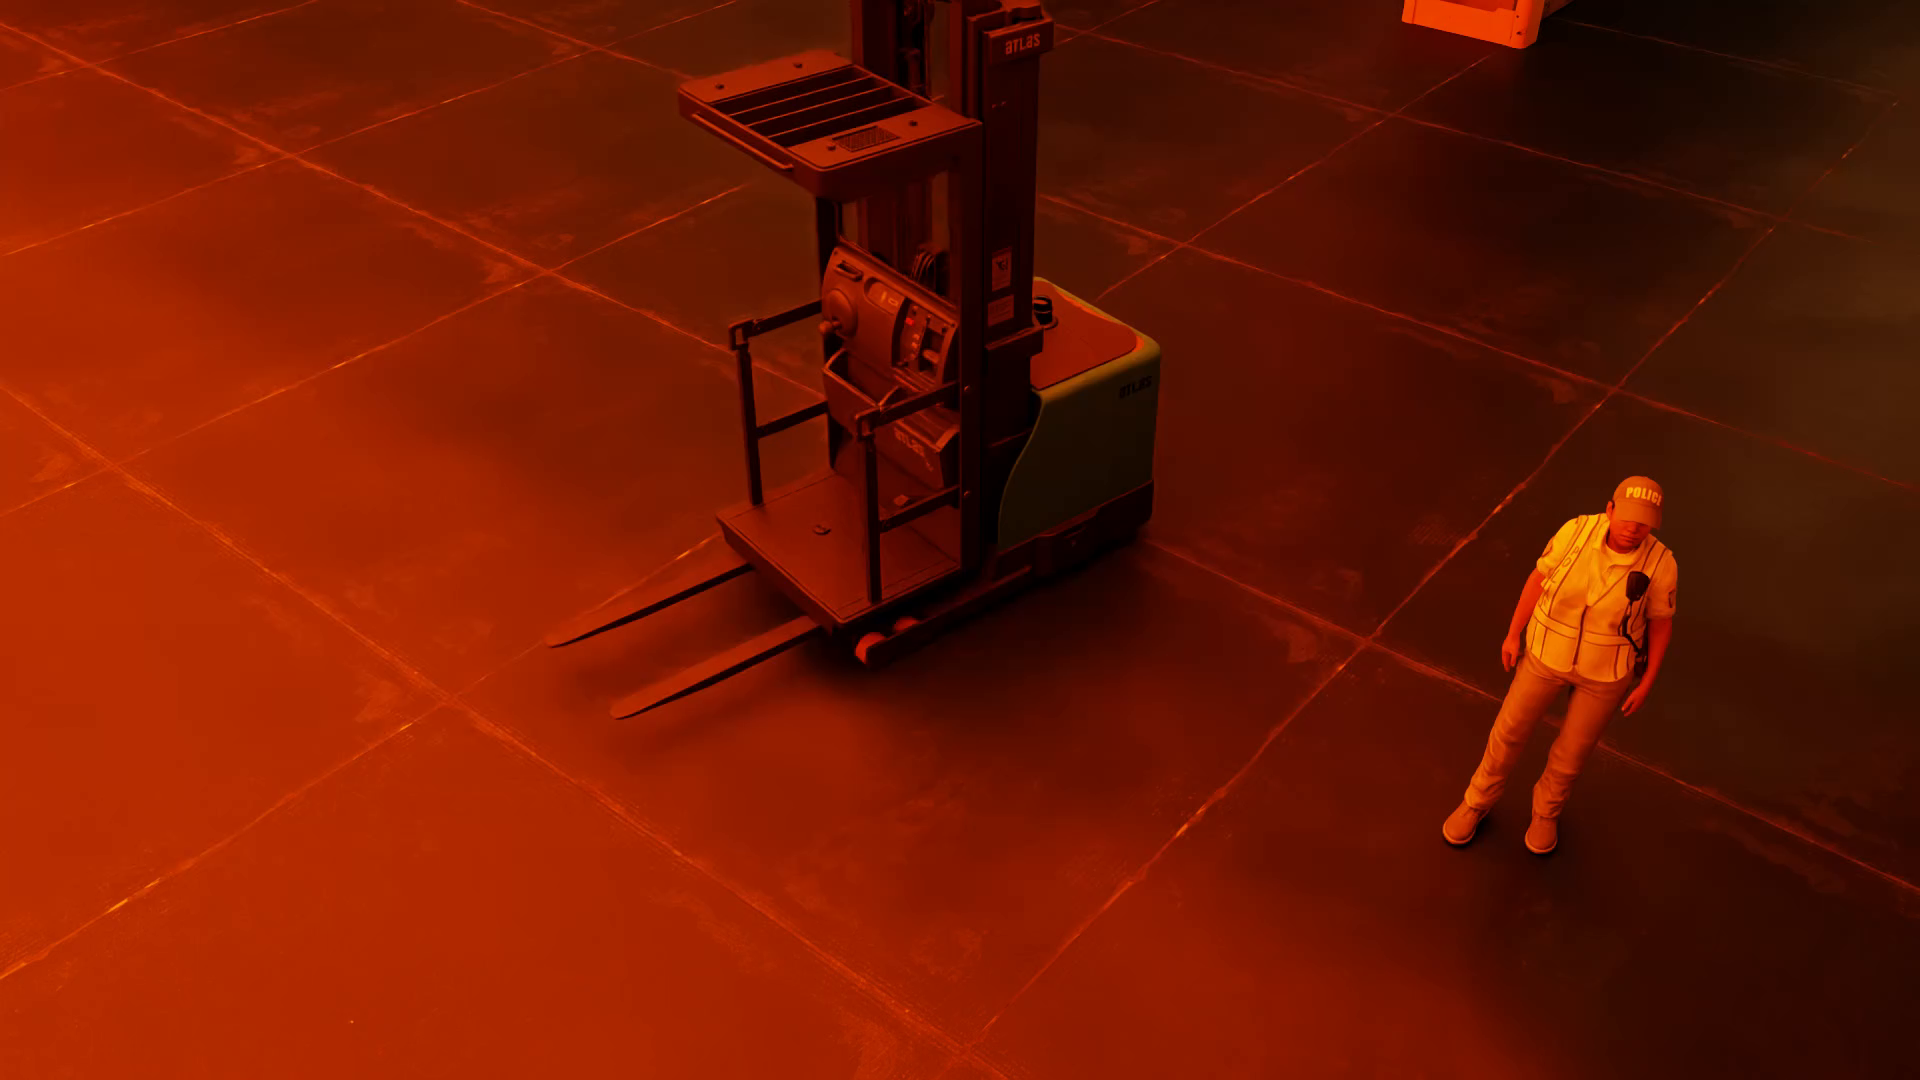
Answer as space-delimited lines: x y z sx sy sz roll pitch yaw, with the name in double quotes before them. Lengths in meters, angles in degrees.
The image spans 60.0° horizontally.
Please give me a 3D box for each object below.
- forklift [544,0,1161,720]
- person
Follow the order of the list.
"forklift" -0.486 -0.946 7.318 3.031 2.935 1.130 -25 43 -30
"person" 2.343 0.505 6.383 0.596 1.669 0.531 19 40 24
